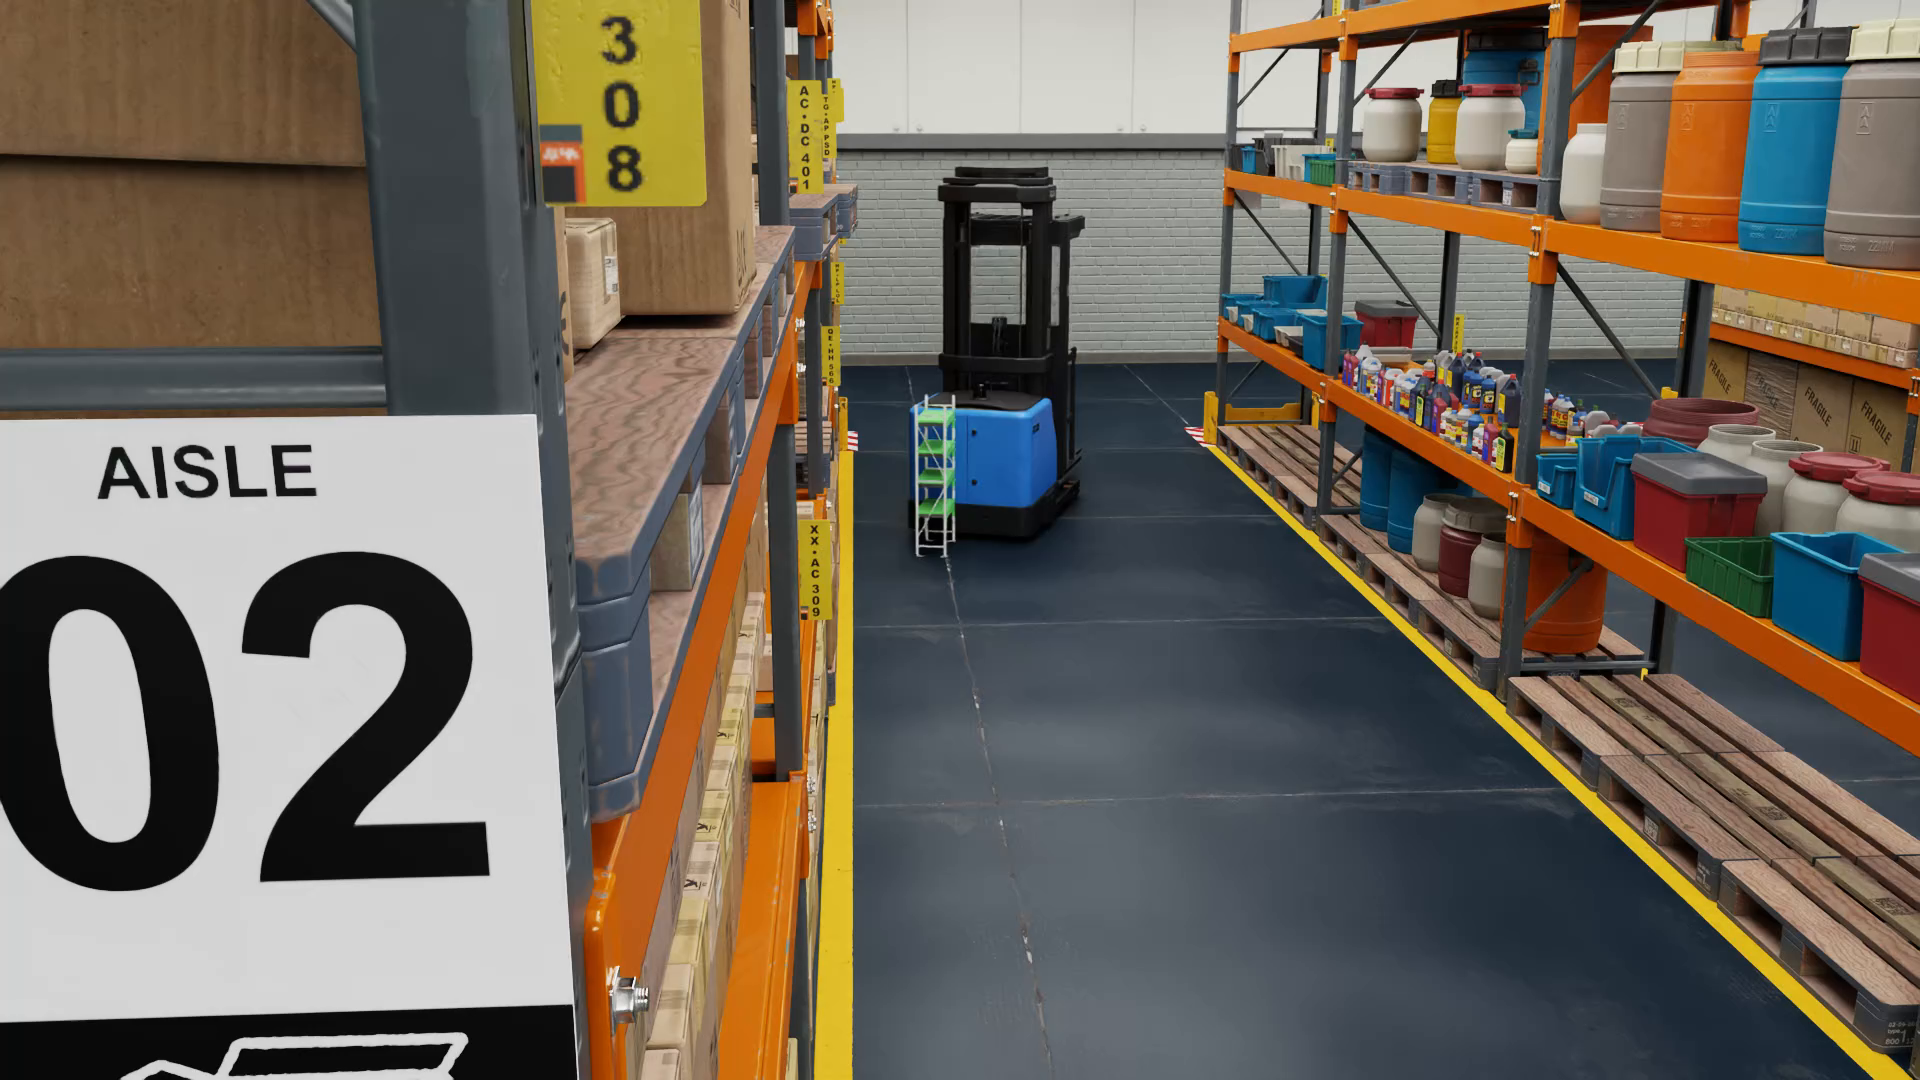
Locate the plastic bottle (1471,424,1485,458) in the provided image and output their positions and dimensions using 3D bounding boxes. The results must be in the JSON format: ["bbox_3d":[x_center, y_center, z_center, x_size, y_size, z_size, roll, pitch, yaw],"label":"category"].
[{"bbox_3d":[3.226,-0.617,10.304,0.097,0.201,0.097,0,14,0],"label":"plastic bottle"}]

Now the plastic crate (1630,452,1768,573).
[{"bbox_3d":[3.481,-0.133,7.896,0.402,0.464,0.583,-1,14,-3],"label":"plastic crate"}]

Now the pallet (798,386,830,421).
[{"bbox_3d":[-1.383,-0.824,11.094,1.003,0.211,1.213,-1,14,-3],"label":"pallet"}]

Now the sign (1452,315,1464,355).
[{"bbox_3d":[3.988,-1.646,13.347,0.100,0.325,0.005,-1,14,-3],"label":"sign"}]

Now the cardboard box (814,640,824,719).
[{"bbox_3d":[-0.941,0.679,8.417,0.500,0.311,0.500,-1,14,-4],"label":"cardboard box"}]

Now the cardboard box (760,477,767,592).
[{"bbox_3d":[-1.138,-0.065,7.557,0.500,0.500,0.500,-2,15,-6],"label":"cardboard box"}]

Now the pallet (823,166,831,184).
[{"bbox_3d":[-1.468,-2.369,11.070,1.213,0.211,1.003,-1,14,-3],"label":"pallet"}]

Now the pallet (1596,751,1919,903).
[{"bbox_3d":[3.768,1.338,7.904,1.003,0.211,1.213,-1,14,-3],"label":"pallet"}]

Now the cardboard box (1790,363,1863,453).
[{"bbox_3d":[8.365,-1.144,15.373,0.875,0.875,0.875,-1,14,-3],"label":"cardboard box"}]

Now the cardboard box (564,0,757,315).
[{"bbox_3d":[-0.592,-0.633,2.623,0.500,0.500,0.500,-1,14,-3],"label":"cardboard box"}]

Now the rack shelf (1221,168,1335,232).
[{"bbox_3d":[3.315,-3.105,14.999,1.077,0.370,4.000,-1,14,-3],"label":"rack shelf"}]

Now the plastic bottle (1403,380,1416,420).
[{"bbox_3d":[3.145,-0.979,11.569,0.097,0.271,0.097,0,14,0],"label":"plastic bottle"}]

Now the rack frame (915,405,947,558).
[{"bbox_3d":[-0.225,-0.448,12.861,0.240,1.200,0.015,2,15,7],"label":"rack frame"}]

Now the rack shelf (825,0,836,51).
[{"bbox_3d":[-1.629,-4.481,14.332,1.077,0.370,4.000,-1,14,-3],"label":"rack shelf"}]

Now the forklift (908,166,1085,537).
[{"bbox_3d":[0.456,-1.767,14.511,1.130,2.935,3.031,4,15,15],"label":"forklift"}]

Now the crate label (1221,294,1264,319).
[{"bbox_3d":[2.877,-2.380,16.972,0.416,0.233,0.303,-1,14,-3],"label":"crate label"}]

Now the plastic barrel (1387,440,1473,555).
[{"bbox_3d":[3.499,-0.379,12.348,0.600,0.901,0.708,-1,14,-3],"label":"plastic barrel"}]

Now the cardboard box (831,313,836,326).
[{"bbox_3d":[-1.265,-1.607,13.553,0.500,0.500,0.500,-1,14,-2],"label":"cardboard box"}]

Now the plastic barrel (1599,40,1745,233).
[{"bbox_3d":[3.521,-1.997,8.241,0.600,0.901,0.600,0,14,0],"label":"plastic barrel"}]

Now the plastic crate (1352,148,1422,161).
[{"bbox_3d":[3.635,-3.206,14.210,0.497,0.269,0.590,-1,14,-3],"label":"plastic crate"}]

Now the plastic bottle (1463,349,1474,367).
[{"bbox_3d":[3.822,-1.256,12.488,0.144,0.351,0.185,-1,14,-3],"label":"plastic bottle"}]

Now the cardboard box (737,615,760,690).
[{"bbox_3d":[-0.766,0.325,4.742,0.380,0.149,0.250,-1,14,-5],"label":"cardboard box"}]

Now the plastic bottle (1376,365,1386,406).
[{"bbox_3d":[3.090,-1.128,12.126,0.061,0.283,0.133,-1,14,-3],"label":"plastic bottle"}]

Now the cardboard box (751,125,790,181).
[{"bbox_3d":[-1.318,-2.042,9.224,0.910,0.500,0.500,-1,14,-3],"label":"cardboard box"}]

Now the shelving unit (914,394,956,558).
[{"bbox_3d":[-0.193,-0.509,13.095,0.258,1.200,0.503,2,15,7],"label":"shelving unit"}]

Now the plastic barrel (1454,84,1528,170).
[{"bbox_3d":[3.426,-2.669,10.746,0.433,0.535,0.433,0,14,0],"label":"plastic barrel"}]

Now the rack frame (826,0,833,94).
[{"bbox_3d":[-1.753,-5.328,16.176,1.000,3.000,0.127,-1,14,-3],"label":"rack frame"}]

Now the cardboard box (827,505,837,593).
[{"bbox_3d":[-1.102,0.062,11.399,0.500,0.500,0.500,-1,14,-5],"label":"cardboard box"}]

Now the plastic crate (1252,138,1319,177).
[{"bbox_3d":[3.011,-3.537,15.357,0.504,0.338,0.767,-1,14,-3],"label":"plastic crate"}]

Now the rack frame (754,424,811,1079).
[{"bbox_3d":[-1.010,0.562,5.324,1.000,3.000,0.127,-1,14,-3],"label":"rack frame"}]

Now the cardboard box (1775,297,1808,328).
[{"bbox_3d":[7.998,-2.139,15.523,0.500,0.250,0.500,-1,14,-5],"label":"cardboard box"}]

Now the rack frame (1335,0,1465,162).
[{"bbox_3d":[3.439,-4.409,12.603,1.000,3.000,0.127,-1,14,-3],"label":"rack frame"}]

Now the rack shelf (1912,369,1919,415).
[{"bbox_3d":[8.506,-0.734,11.804,1.077,0.370,4.000,-1,14,-3],"label":"rack shelf"}]

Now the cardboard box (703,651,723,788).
[{"bbox_3d":[-0.913,0.245,3.749,0.700,0.500,0.500,-1,14,-3],"label":"cardboard box"}]

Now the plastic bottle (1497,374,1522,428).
[{"bbox_3d":[3.747,-0.946,11.284,0.144,0.351,0.185,-1,14,-3],"label":"plastic bottle"}]

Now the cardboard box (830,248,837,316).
[{"bbox_3d":[-1.254,-2.082,13.392,0.500,0.500,0.500,-1,14,-2],"label":"cardboard box"}]

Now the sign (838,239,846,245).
[{"bbox_3d":[-1.198,-3.140,16.753,0.100,0.325,0.005,-1,14,-3],"label":"sign"}]

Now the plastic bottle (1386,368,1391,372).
[{"bbox_3d":[3.233,-1.202,12.577,0.097,0.201,0.097,0,14,0],"label":"plastic bottle"}]

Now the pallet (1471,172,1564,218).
[{"bbox_3d":[3.737,-2.062,9.879,1.003,0.211,1.213,-1,14,-3],"label":"pallet"}]

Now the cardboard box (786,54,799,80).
[{"bbox_3d":[-1.574,-3.534,13.014,0.700,0.500,0.500,-1,14,-3],"label":"cardboard box"}]

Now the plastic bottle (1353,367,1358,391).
[{"bbox_3d":[3.069,-1.248,12.756,0.097,0.201,0.097,0,14,0],"label":"plastic bottle"}]

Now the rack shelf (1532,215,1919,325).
[{"bbox_3d":[3.810,-1.116,7.267,1.077,0.370,4.000,-1,14,-3],"label":"rack shelf"}]

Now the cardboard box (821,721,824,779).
[{"bbox_3d":[-0.918,1.075,8.002,0.500,0.250,0.500,-1,14,-2],"label":"cardboard box"}]

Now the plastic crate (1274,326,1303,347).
[{"bbox_3d":[3.031,-1.833,15.041,0.293,0.136,0.466,-1,14,-3],"label":"plastic crate"}]

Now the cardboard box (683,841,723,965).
[{"bbox_3d":[-0.666,0.711,3.242,0.380,0.149,0.250,-1,14,-3],"label":"cardboard box"}]

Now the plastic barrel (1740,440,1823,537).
[{"bbox_3d":[3.989,-0.206,8.081,0.421,0.512,0.421,0,14,0],"label":"plastic barrel"}]

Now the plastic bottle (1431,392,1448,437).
[{"bbox_3d":[3.165,-0.831,10.969,0.061,0.283,0.133,-1,14,-3],"label":"plastic bottle"}]

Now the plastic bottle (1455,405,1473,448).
[{"bbox_3d":[3.208,-0.724,10.577,0.097,0.271,0.097,0,14,0],"label":"plastic bottle"}]

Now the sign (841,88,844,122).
[{"bbox_3d":[-1.198,-4.308,16.453,0.100,0.325,0.005,-1,14,-3],"label":"sign"}]

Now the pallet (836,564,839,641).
[{"bbox_3d":[-1.339,0.428,11.438,1.003,0.211,1.213,-1,14,-3],"label":"pallet"}]

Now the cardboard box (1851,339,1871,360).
[{"bbox_3d":[8.004,-1.657,14.451,0.380,0.149,0.250,-1,14,-4],"label":"cardboard box"}]

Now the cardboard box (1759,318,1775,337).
[{"bbox_3d":[7.909,-2.040,15.940,0.380,0.149,0.250,-1,14,-4],"label":"cardboard box"}]

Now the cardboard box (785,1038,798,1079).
[{"bbox_3d":[-0.763,1.802,5.179,0.500,0.250,0.500,-1,14,-3],"label":"cardboard box"}]
